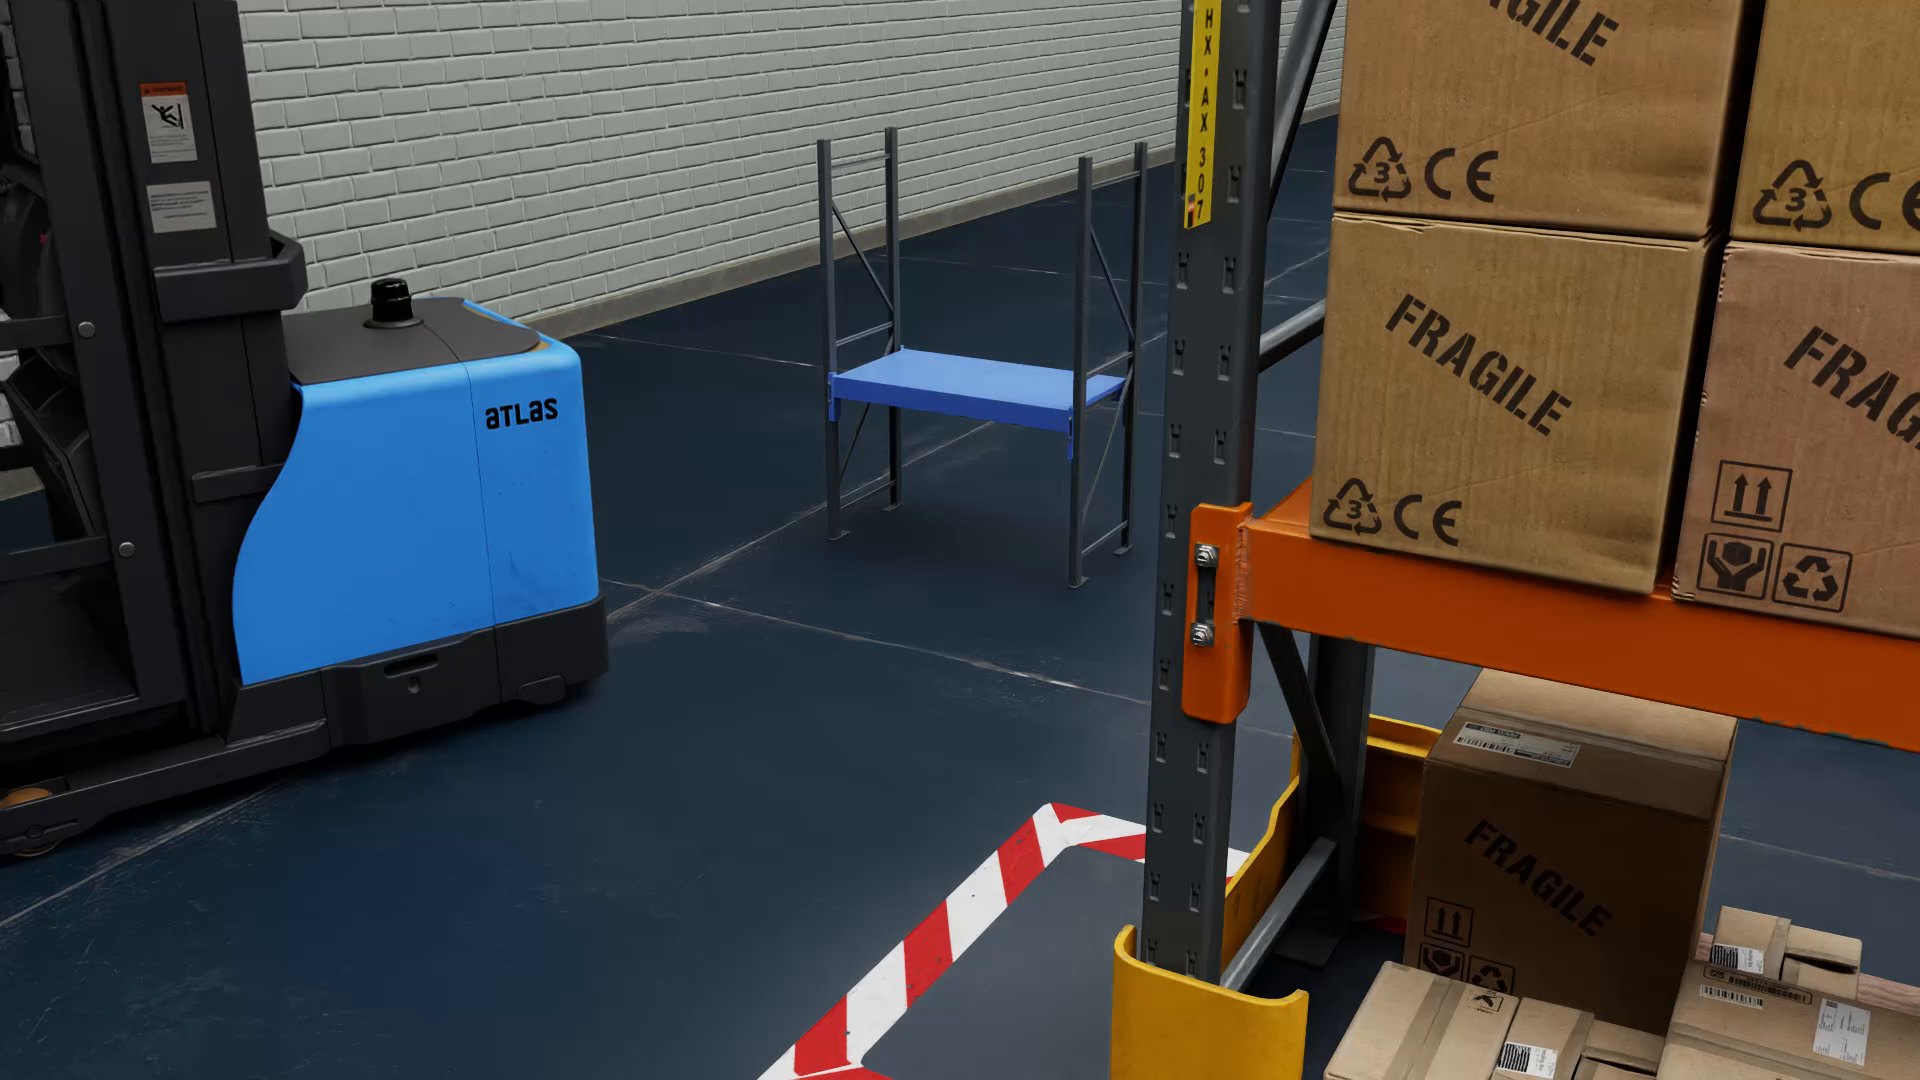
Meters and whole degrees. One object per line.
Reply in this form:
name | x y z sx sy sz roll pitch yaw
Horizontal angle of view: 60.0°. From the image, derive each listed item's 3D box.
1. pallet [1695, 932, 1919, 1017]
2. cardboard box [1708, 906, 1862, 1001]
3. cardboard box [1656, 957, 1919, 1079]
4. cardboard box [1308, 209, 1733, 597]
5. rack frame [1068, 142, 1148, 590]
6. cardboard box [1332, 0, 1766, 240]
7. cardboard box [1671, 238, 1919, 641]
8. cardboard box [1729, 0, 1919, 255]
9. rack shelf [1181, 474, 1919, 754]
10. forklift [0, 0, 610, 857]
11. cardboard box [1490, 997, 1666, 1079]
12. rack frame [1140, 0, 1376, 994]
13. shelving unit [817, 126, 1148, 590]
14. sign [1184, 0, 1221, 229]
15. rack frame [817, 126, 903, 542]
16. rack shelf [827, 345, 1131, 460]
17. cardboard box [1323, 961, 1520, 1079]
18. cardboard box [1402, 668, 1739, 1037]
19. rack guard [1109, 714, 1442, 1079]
pallet | 1.380 1.082 3.073 1.213 0.211 1.003 11 23 27
cardboard box | 1.521 0.862 3.099 0.250 0.166 0.380 11 23 27
cardboard box | 1.390 0.970 2.680 0.500 0.250 0.500 11 23 27
cardboard box | 0.876 -0.269 2.560 0.500 0.500 0.500 11 23 28
rack frame | 0.518 -0.606 5.837 0.032 1.500 0.500 11 23 27
cardboard box | 0.876 -0.739 2.390 0.500 0.500 0.500 12 23 29
cardboard box | 1.329 -0.184 2.328 0.500 0.500 0.500 11 22 27
cardboard box | 1.336 -0.654 2.156 0.500 0.500 0.500 11 23 28
rack shelf | 2.363 0.297 2.203 4.000 0.370 1.077 11 23 27
forklift | -2.560 -0.749 4.131 3.031 2.935 1.130 -14 24 -34
cardboard box | 1.033 0.965 2.817 0.250 0.166 0.380 11 23 27
rack frame | 0.617 -0.374 2.997 0.127 3.000 1.000 11 23 27
shelving unit | 0.074 -0.691 6.070 1.048 1.500 0.538 11 23 27
sign | 0.352 -0.619 2.404 0.005 0.325 0.100 11 23 27
rack frame | -0.369 -0.775 6.303 0.032 1.500 0.500 11 23 27
rack shelf | 0.074 -0.522 6.132 1.000 0.185 0.538 11 23 27
cardboard box | 0.815 0.931 2.934 0.250 0.149 0.380 11 23 27
cardboard box | 1.212 0.611 3.301 0.500 0.500 0.500 11 23 27
rack guard | 0.683 0.814 3.388 0.348 0.500 1.175 11 23 27
